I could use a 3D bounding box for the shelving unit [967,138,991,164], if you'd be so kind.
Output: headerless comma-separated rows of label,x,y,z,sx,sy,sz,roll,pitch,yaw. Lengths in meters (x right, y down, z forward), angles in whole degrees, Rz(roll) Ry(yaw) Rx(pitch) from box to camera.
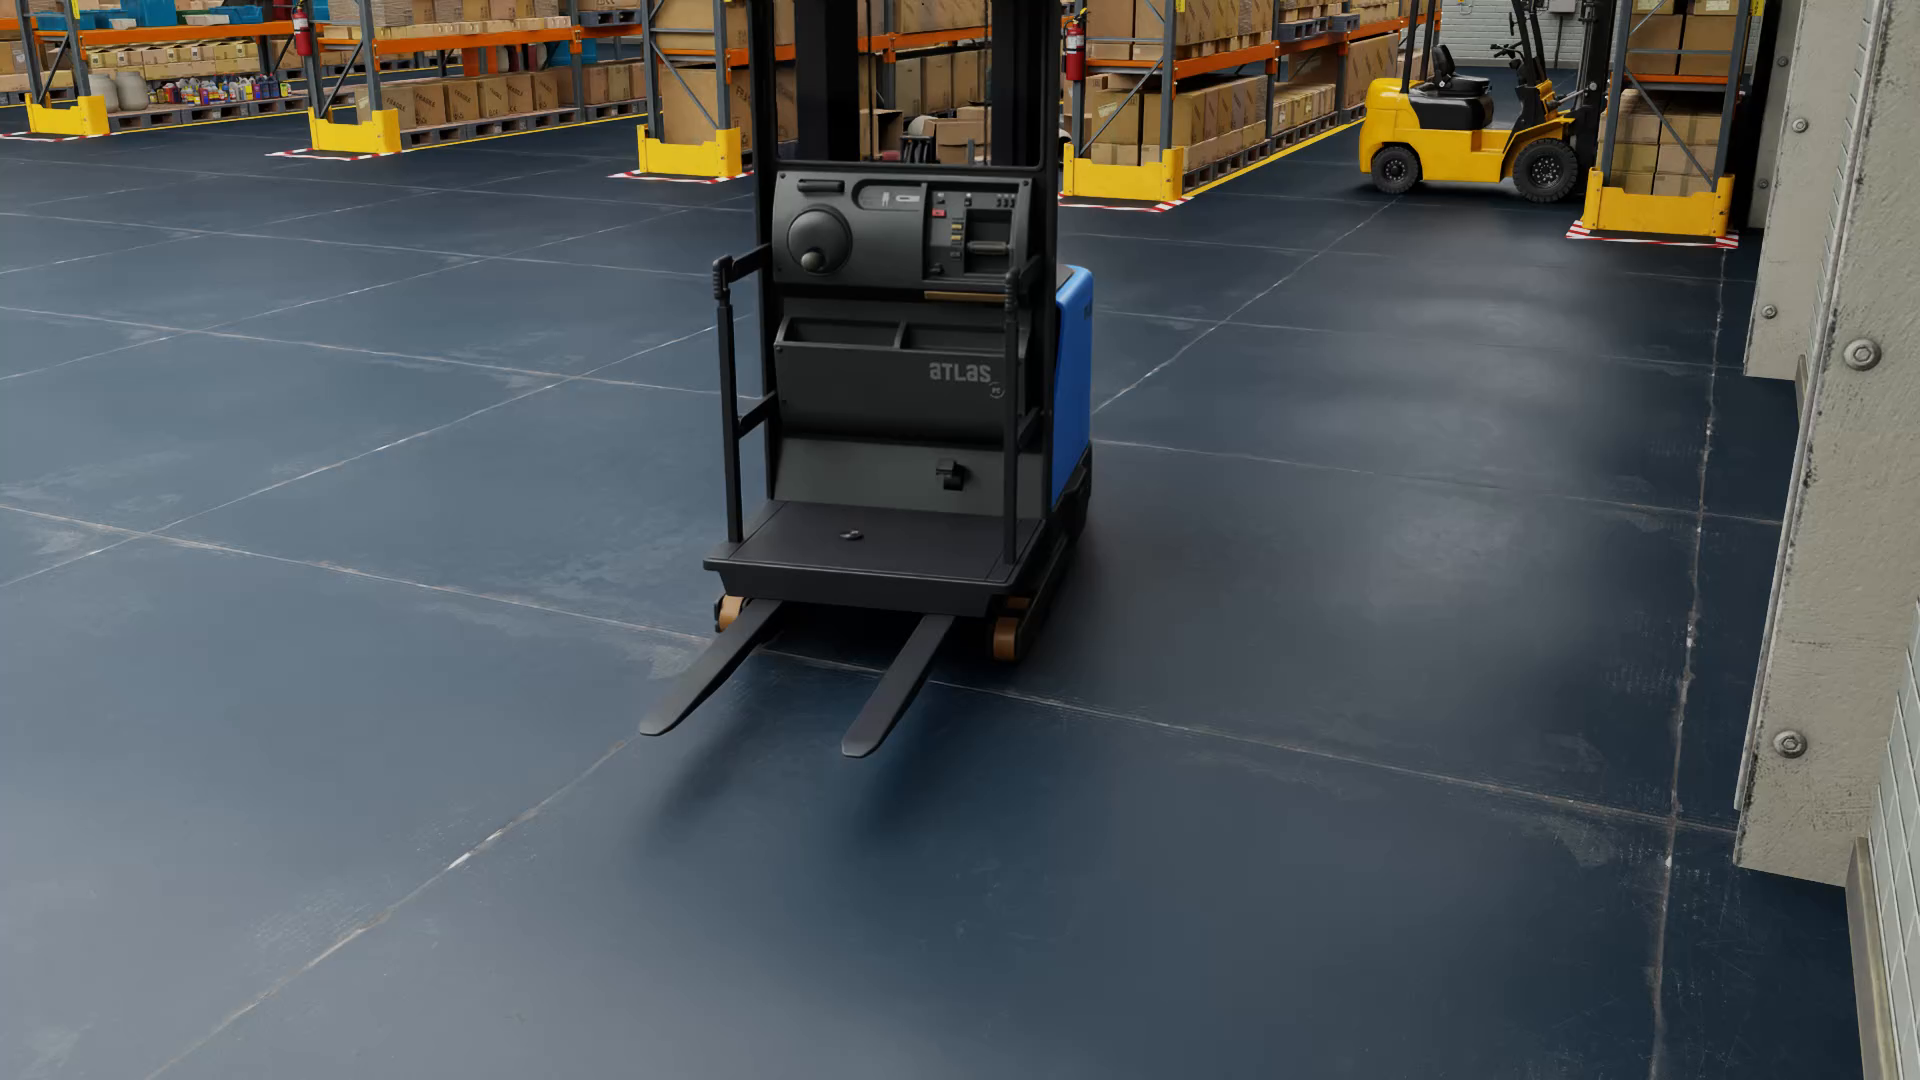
shelving unit,0.149,-1.038,7.650,0.431,1.500,0.755,4,20,12

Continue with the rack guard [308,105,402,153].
rack guard,-7.421,-5.038,20.389,1.175,0.500,0.348,9,21,23

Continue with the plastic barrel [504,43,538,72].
plastic barrel,-8.047,-8.876,30.424,0.600,0.588,0.708,9,21,23

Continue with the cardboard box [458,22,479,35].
cardboard box,-6.415,-6.574,21.352,0.380,0.149,0.250,9,21,23

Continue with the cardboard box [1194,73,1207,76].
cardboard box,2.633,-5.443,19.188,0.380,0.149,0.250,9,21,23

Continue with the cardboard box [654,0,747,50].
cardboard box,-2.858,-5.671,18.215,0.875,0.550,0.550,9,21,23

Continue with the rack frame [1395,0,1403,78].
rack frame,6.503,-8.501,26.396,1.000,3.000,0.127,9,21,23

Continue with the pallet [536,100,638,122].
pallet,-5.496,-6.340,24.480,1.003,0.211,1.213,9,21,23

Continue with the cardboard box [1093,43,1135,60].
cardboard box,1.547,-4.858,16.527,0.380,0.149,0.250,9,22,25

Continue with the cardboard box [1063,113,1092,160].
cardboard box,1.547,-4.738,19.542,0.500,0.500,0.500,-9,22,-24

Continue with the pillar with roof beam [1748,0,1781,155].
pillar with roof beam,5.756,-9.493,20.233,9.100,9.000,0.400,9,21,23

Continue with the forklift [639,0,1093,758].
forklift,-0.254,-1.089,5.658,1.130,2.935,3.031,4,20,12

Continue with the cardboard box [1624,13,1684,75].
cardboard box,6.081,-4.386,14.677,0.500,0.500,0.500,8,21,21

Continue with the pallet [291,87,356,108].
pallet,-10.046,-7.026,26.411,1.003,0.211,1.213,9,21,23

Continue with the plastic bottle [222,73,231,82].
plastic bottle,-11.042,-6.864,25.090,0.144,0.351,0.185,9,22,24

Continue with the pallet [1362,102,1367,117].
pallet,5.758,-6.567,25.118,1.003,0.211,1.213,9,21,23

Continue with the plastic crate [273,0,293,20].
plastic crate,-10.413,-8.315,25.777,0.402,0.464,0.583,9,21,23

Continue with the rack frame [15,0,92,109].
rack frame,-11.970,-6.872,21.816,1.000,3.000,0.127,9,21,23

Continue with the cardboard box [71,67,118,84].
cardboard box,-14.459,-7.767,27.810,0.500,0.250,0.500,8,21,21

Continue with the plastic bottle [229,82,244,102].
plastic bottle,-10.614,-6.576,24.391,0.152,0.276,0.135,9,21,24

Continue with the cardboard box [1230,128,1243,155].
cardboard box,2.809,-4.421,18.401,0.500,0.250,0.500,9,21,24

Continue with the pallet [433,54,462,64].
pallet,-10.794,-10.491,36.154,1.003,0.211,1.213,9,21,23

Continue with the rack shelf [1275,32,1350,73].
rack shelf,4.046,-6.328,21.359,1.077,0.370,4.000,9,21,23

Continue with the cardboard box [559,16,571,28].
cardboard box,-5.634,-7.191,23.087,0.380,0.149,0.250,9,21,23

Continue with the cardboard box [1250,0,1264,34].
cardboard box,3.068,-5.914,18.530,0.500,0.500,0.500,9,22,25

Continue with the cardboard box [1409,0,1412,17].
cardboard box,7.144,-8.809,27.113,0.500,0.500,0.500,9,21,23

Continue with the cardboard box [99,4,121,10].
cardboard box,-14.301,-8.900,27.893,0.380,0.149,0.250,9,21,23

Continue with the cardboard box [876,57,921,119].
cardboard box,-1.158,-6.044,22.217,1.050,0.750,0.750,8,21,22

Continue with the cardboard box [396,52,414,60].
cardboard box,-11.515,-10.061,33.855,0.500,0.500,0.500,8,21,22

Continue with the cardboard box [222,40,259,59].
cardboard box,-13.202,-8.971,30.358,0.500,0.311,0.500,9,22,24

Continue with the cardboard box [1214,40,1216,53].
cardboard box,2.465,-5.183,17.441,0.380,0.149,0.250,9,22,25

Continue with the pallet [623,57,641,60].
pallet,-6.293,-9.831,34.297,1.003,0.211,1.213,9,21,23

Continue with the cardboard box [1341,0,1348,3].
cardboard box,4.933,-7.486,22.323,0.500,0.500,0.500,8,21,21

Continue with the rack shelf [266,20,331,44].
rack shelf,-9.513,-8.367,27.094,1.077,0.370,4.000,9,21,23

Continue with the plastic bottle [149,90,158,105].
plastic bottle,-11.618,-6.382,23.959,0.097,0.201,0.097,0,20,0

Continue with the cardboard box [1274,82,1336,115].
cardboard box,4.625,-6.067,22.846,0.950,0.372,0.625,7,21,19

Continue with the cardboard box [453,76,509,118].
cardboard box,-6.424,-5.942,22.304,0.500,0.500,0.500,7,21,18

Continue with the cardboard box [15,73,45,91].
cardboard box,-15.054,-7.355,26.650,0.500,0.250,0.500,9,21,23

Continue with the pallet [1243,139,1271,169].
pallet,2.984,-4.531,19.396,1.003,0.211,1.213,9,21,23

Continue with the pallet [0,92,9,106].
pallet,-15.712,-6.850,25.916,1.003,0.211,1.213,9,21,23

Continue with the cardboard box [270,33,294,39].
cardboard box,-13.024,-9.717,31.770,0.500,0.250,0.500,9,22,25

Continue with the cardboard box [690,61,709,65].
cardboard box,-4.432,-7.460,26.543,0.700,0.500,0.500,7,21,20

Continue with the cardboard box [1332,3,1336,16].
cardboard box,4.729,-6.974,21.851,0.380,0.149,0.250,7,21,20

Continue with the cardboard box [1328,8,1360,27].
cardboard box,5.295,-7.323,23.306,0.500,0.250,0.500,8,21,22

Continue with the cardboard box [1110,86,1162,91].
cardboard box,1.890,-4.529,17.585,0.500,0.500,0.500,9,22,25

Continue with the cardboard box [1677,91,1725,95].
cardboard box,7.538,-4.415,16.891,0.500,0.250,0.500,8,21,22

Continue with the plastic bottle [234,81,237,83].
plastic bottle,-10.648,-6.635,24.545,0.061,0.283,0.133,9,21,23

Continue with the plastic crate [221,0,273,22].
plastic crate,-10.663,-7.923,24.863,0.767,0.338,0.504,9,21,23

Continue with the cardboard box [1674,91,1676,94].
cardboard box,7.273,-4.644,17.536,0.500,0.250,0.500,8,21,22

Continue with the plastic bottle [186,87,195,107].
plastic bottle,-10.944,-6.305,23.637,0.097,0.271,0.097,0,20,0

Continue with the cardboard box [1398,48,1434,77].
cardboard box,7.962,-8.499,29.587,0.875,0.438,0.875,8,21,21

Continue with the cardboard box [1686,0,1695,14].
cardboard box,6.538,-4.658,14.472,0.380,0.149,0.250,9,21,23

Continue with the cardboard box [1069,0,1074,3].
cardboard box,1.651,-8.848,27.121,0.380,0.149,0.250,7,21,20

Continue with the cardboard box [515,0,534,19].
cardboard box,-6.291,-7.325,22.497,0.875,0.500,0.500,9,21,23

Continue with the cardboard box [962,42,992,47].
cardboard box,0.349,-7.545,25.692,0.500,0.250,0.500,8,21,21
